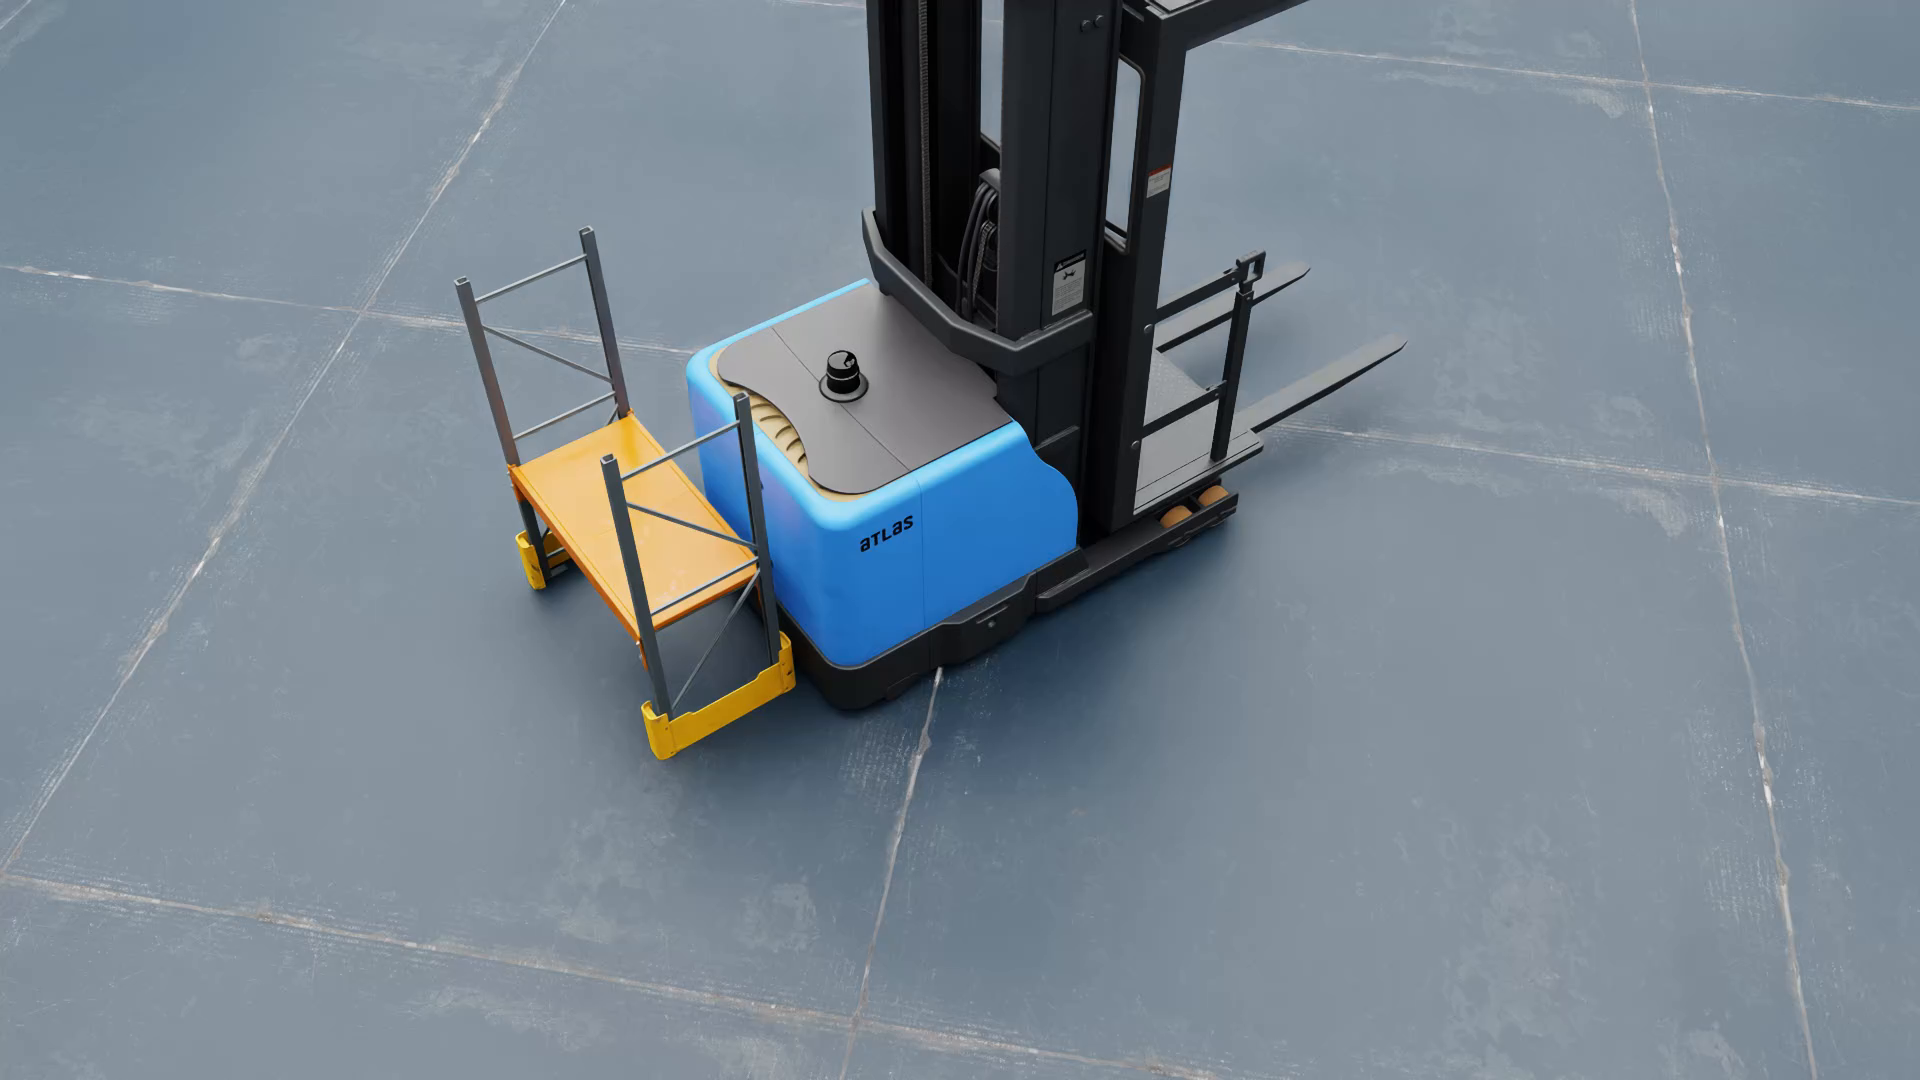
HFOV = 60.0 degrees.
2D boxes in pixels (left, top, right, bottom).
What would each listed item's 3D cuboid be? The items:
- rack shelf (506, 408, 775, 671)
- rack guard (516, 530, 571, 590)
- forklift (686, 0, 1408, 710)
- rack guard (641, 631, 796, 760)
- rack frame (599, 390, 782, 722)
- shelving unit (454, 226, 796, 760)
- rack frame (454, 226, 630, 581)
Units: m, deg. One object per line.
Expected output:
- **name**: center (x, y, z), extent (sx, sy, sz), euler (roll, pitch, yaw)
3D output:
- **rack shelf**: center (-1.156, -0.027, 5.979), extent (0.538, 0.185, 1.000), euler (-28, 54, -23)
- **rack guard**: center (-1.455, -0.034, 6.585), extent (0.587, 0.250, 0.087), euler (-28, 54, -23)
- **forklift**: center (0.513, -1.249, 5.874), extent (3.031, 2.935, 1.130), euler (-28, 54, -23)
- **rack guard**: center (-0.869, 0.565, 6.046), extent (0.587, 0.250, 0.087), euler (-28, 54, -23)
- **rack frame**: center (-0.857, 0.159, 5.571), extent (0.500, 1.500, 0.032), euler (-28, 54, -23)
- **shelving unit**: center (-1.162, -0.152, 5.851), extent (0.587, 1.500, 1.083), euler (-28, 54, -23)
- **rack frame**: center (-1.456, -0.453, 6.120), extent (0.500, 1.500, 0.032), euler (-28, 54, -23)
